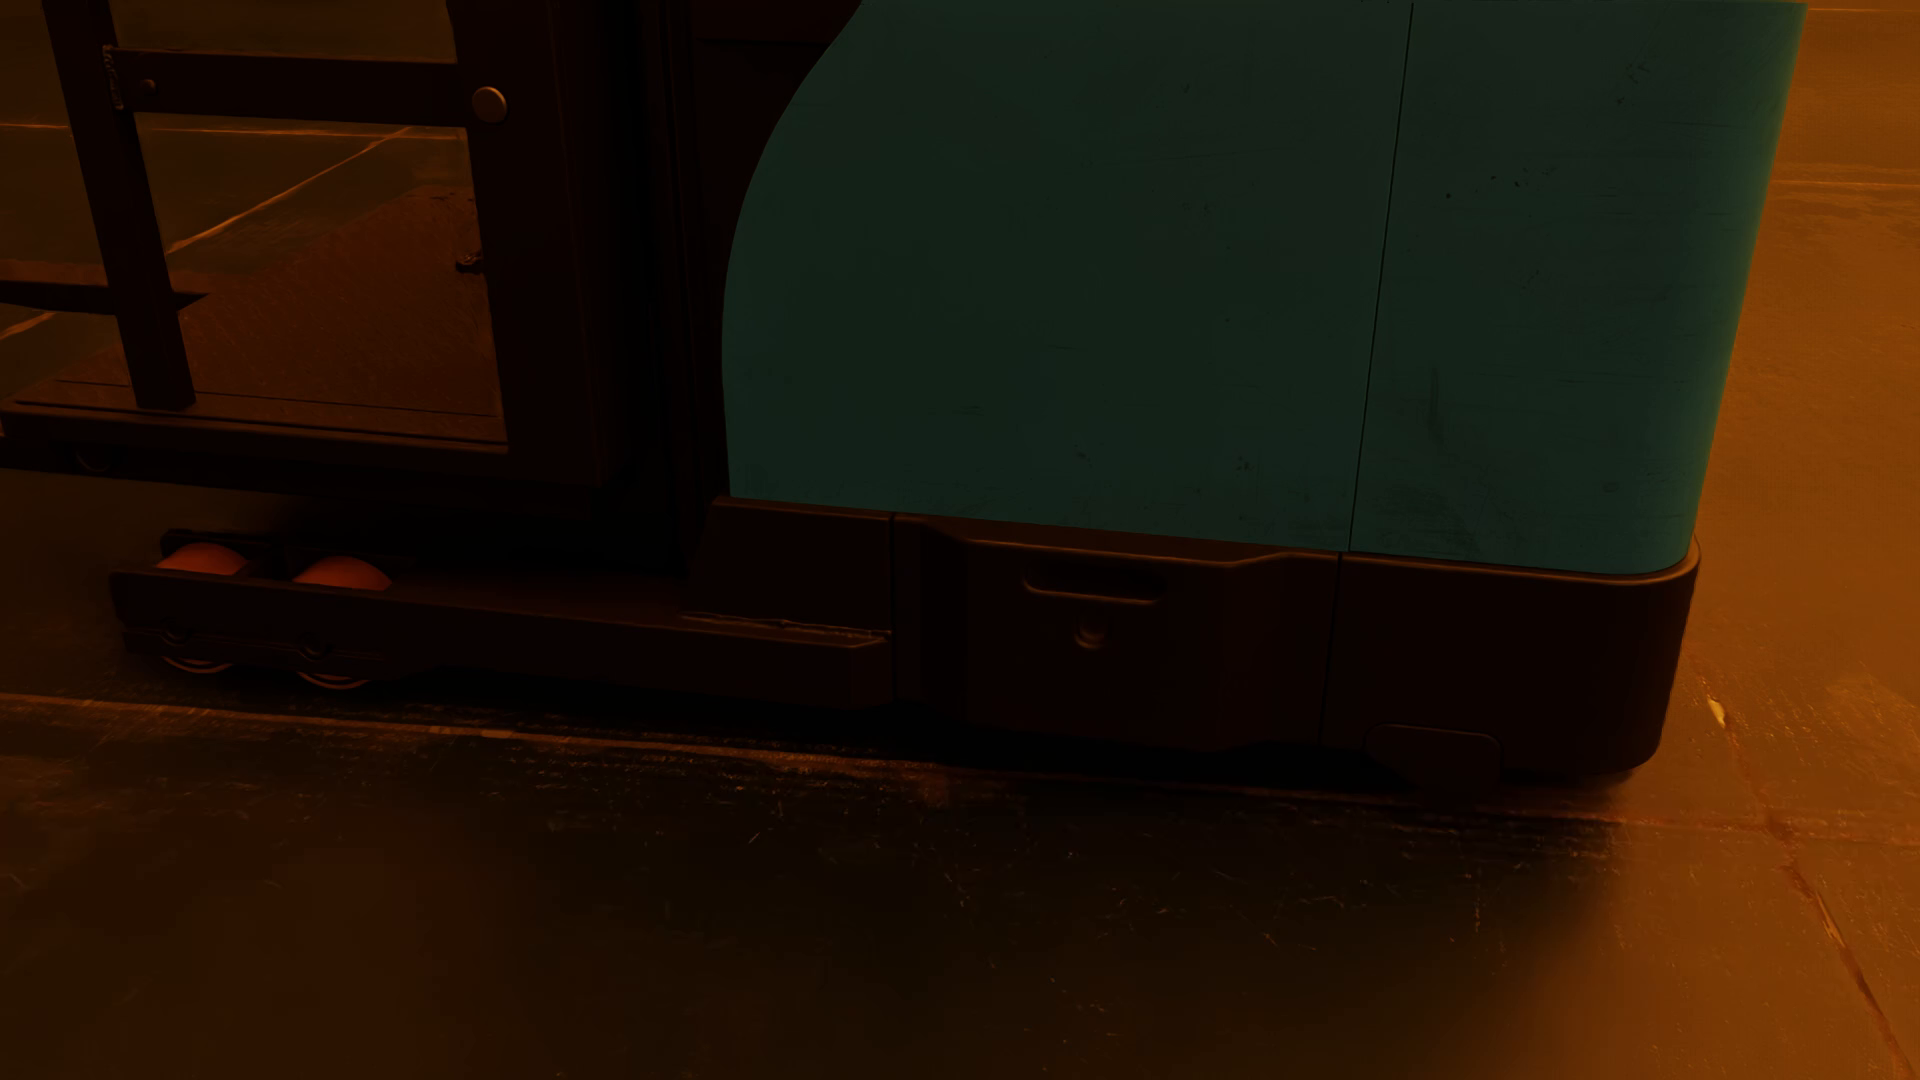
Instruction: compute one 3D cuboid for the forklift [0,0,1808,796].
[{"bbox_3d":[-0.604,-1.345,1.913,3.031,2.935,1.130,5,27,10],"label":"forklift"}]
